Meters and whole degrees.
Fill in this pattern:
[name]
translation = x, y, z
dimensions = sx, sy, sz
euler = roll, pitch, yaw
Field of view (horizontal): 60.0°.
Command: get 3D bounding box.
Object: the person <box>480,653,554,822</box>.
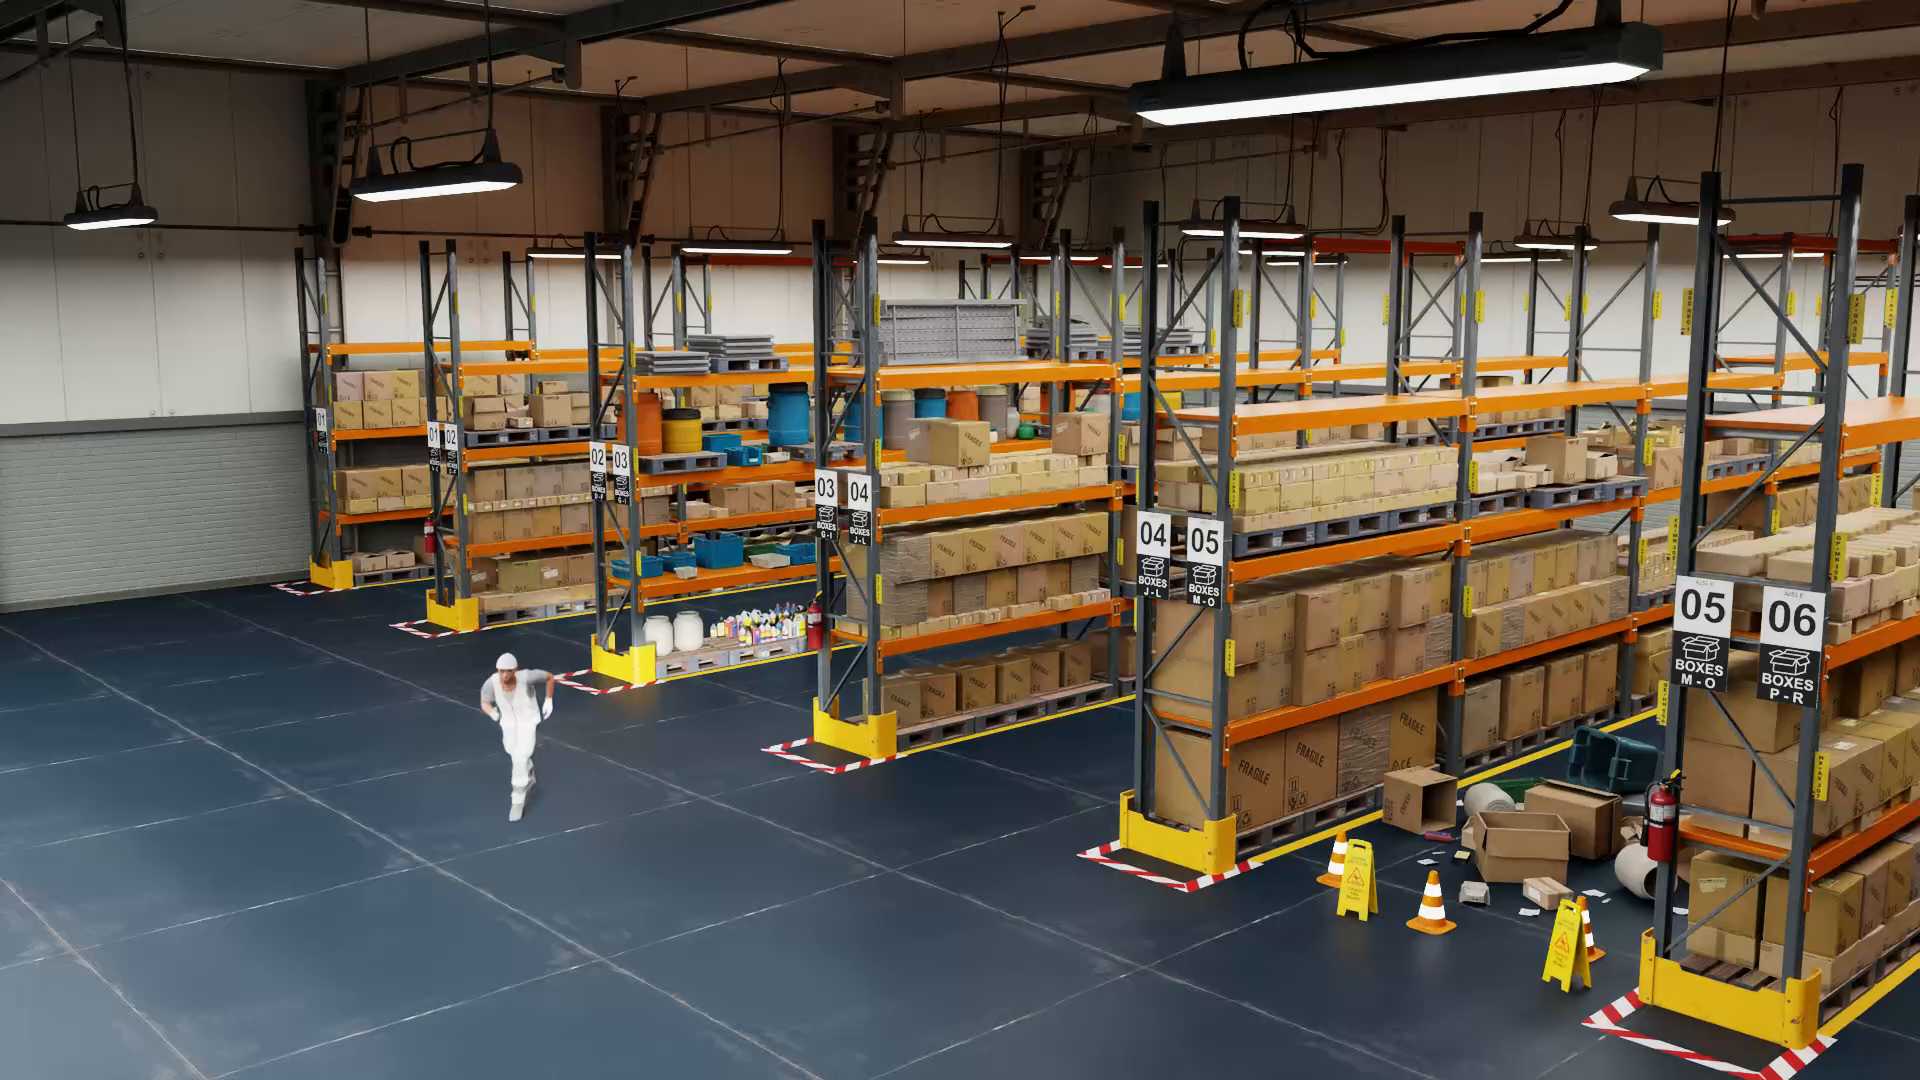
[person]
translation = -4.424, 1.916, 16.748
dimensions = 0.705, 1.729, 1.033
euler = 0, 8, -1
